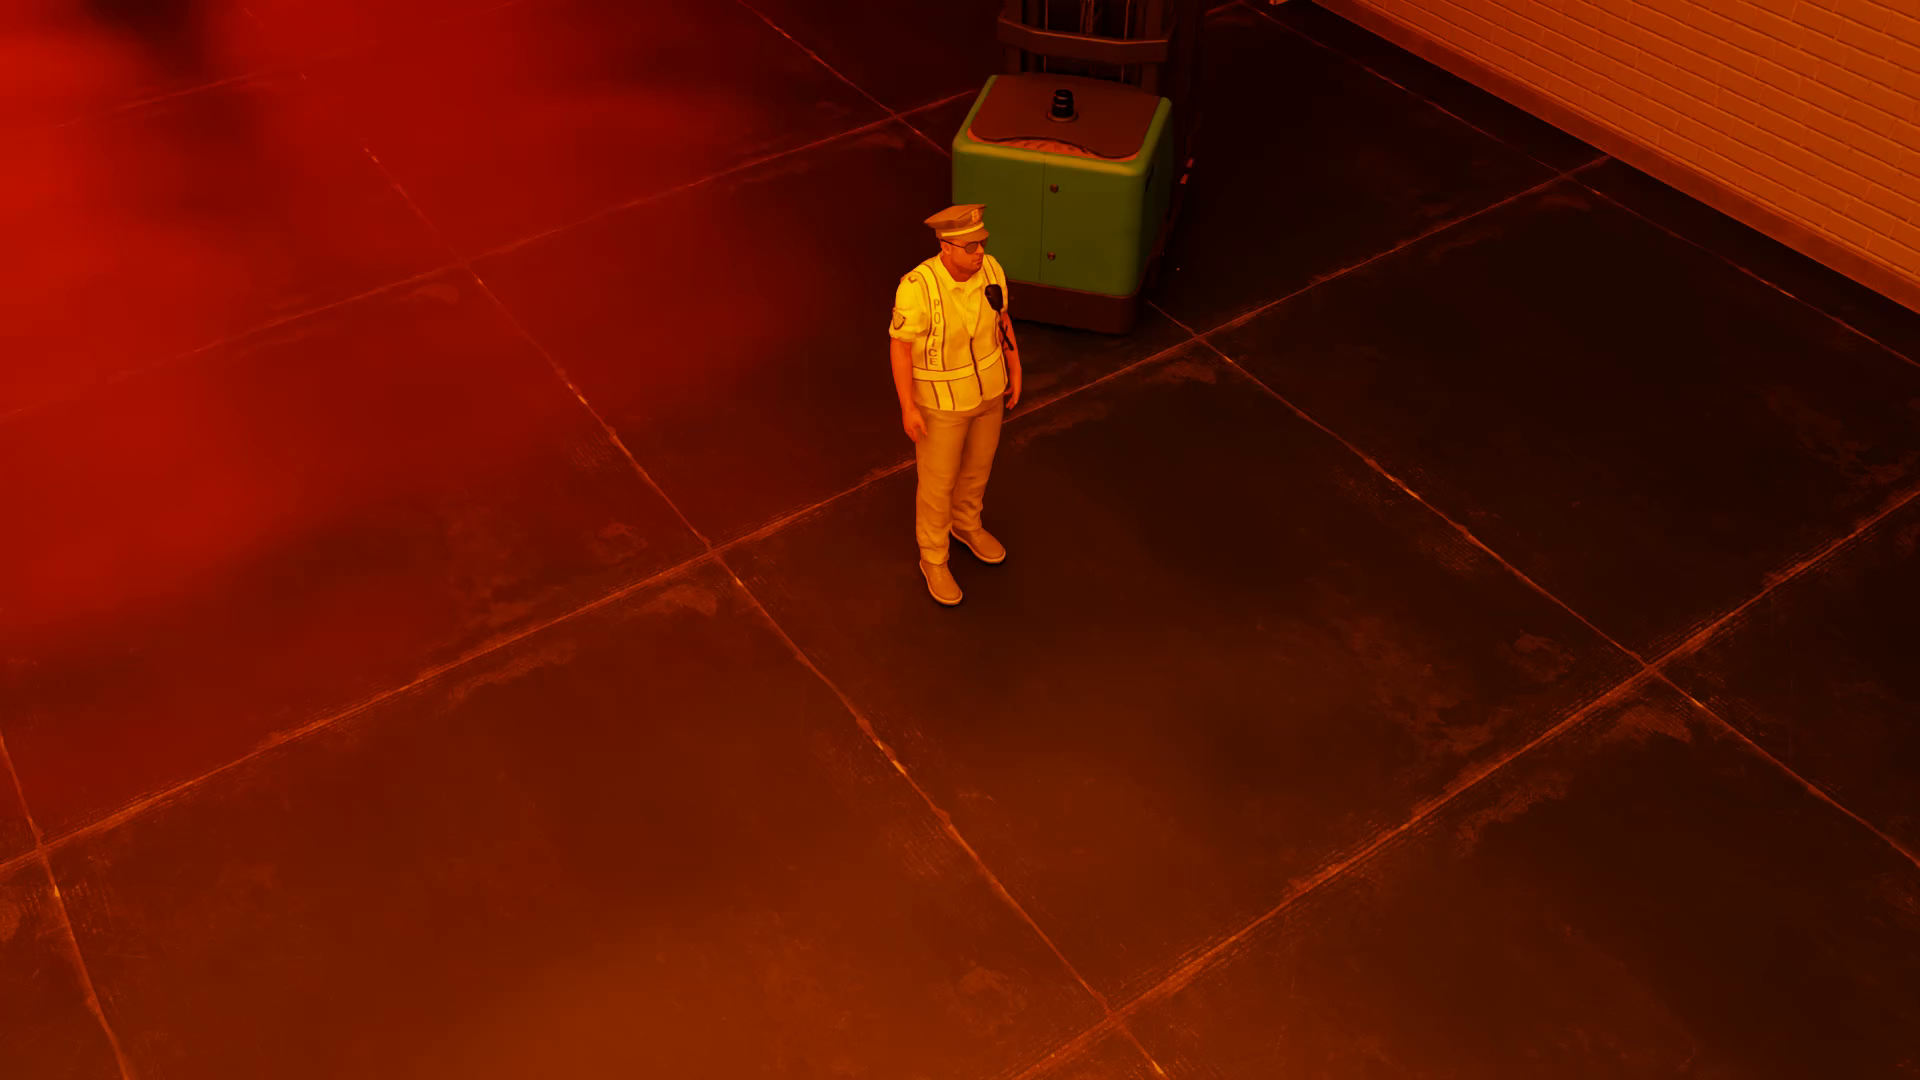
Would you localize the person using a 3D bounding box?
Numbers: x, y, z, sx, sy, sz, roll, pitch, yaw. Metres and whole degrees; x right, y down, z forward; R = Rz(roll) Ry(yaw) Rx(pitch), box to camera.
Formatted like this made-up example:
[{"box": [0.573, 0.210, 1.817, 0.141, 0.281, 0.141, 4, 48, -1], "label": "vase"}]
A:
[{"box": [0.035, -0.613, 7.217, 0.640, 1.780, 0.574, -25, 48, -25], "label": "person"}]

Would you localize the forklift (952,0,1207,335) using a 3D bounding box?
[{"box": [0.837, -3.200, 9.188, 1.130, 2.935, 3.031, 11, 44, 12], "label": "forklift"}]
